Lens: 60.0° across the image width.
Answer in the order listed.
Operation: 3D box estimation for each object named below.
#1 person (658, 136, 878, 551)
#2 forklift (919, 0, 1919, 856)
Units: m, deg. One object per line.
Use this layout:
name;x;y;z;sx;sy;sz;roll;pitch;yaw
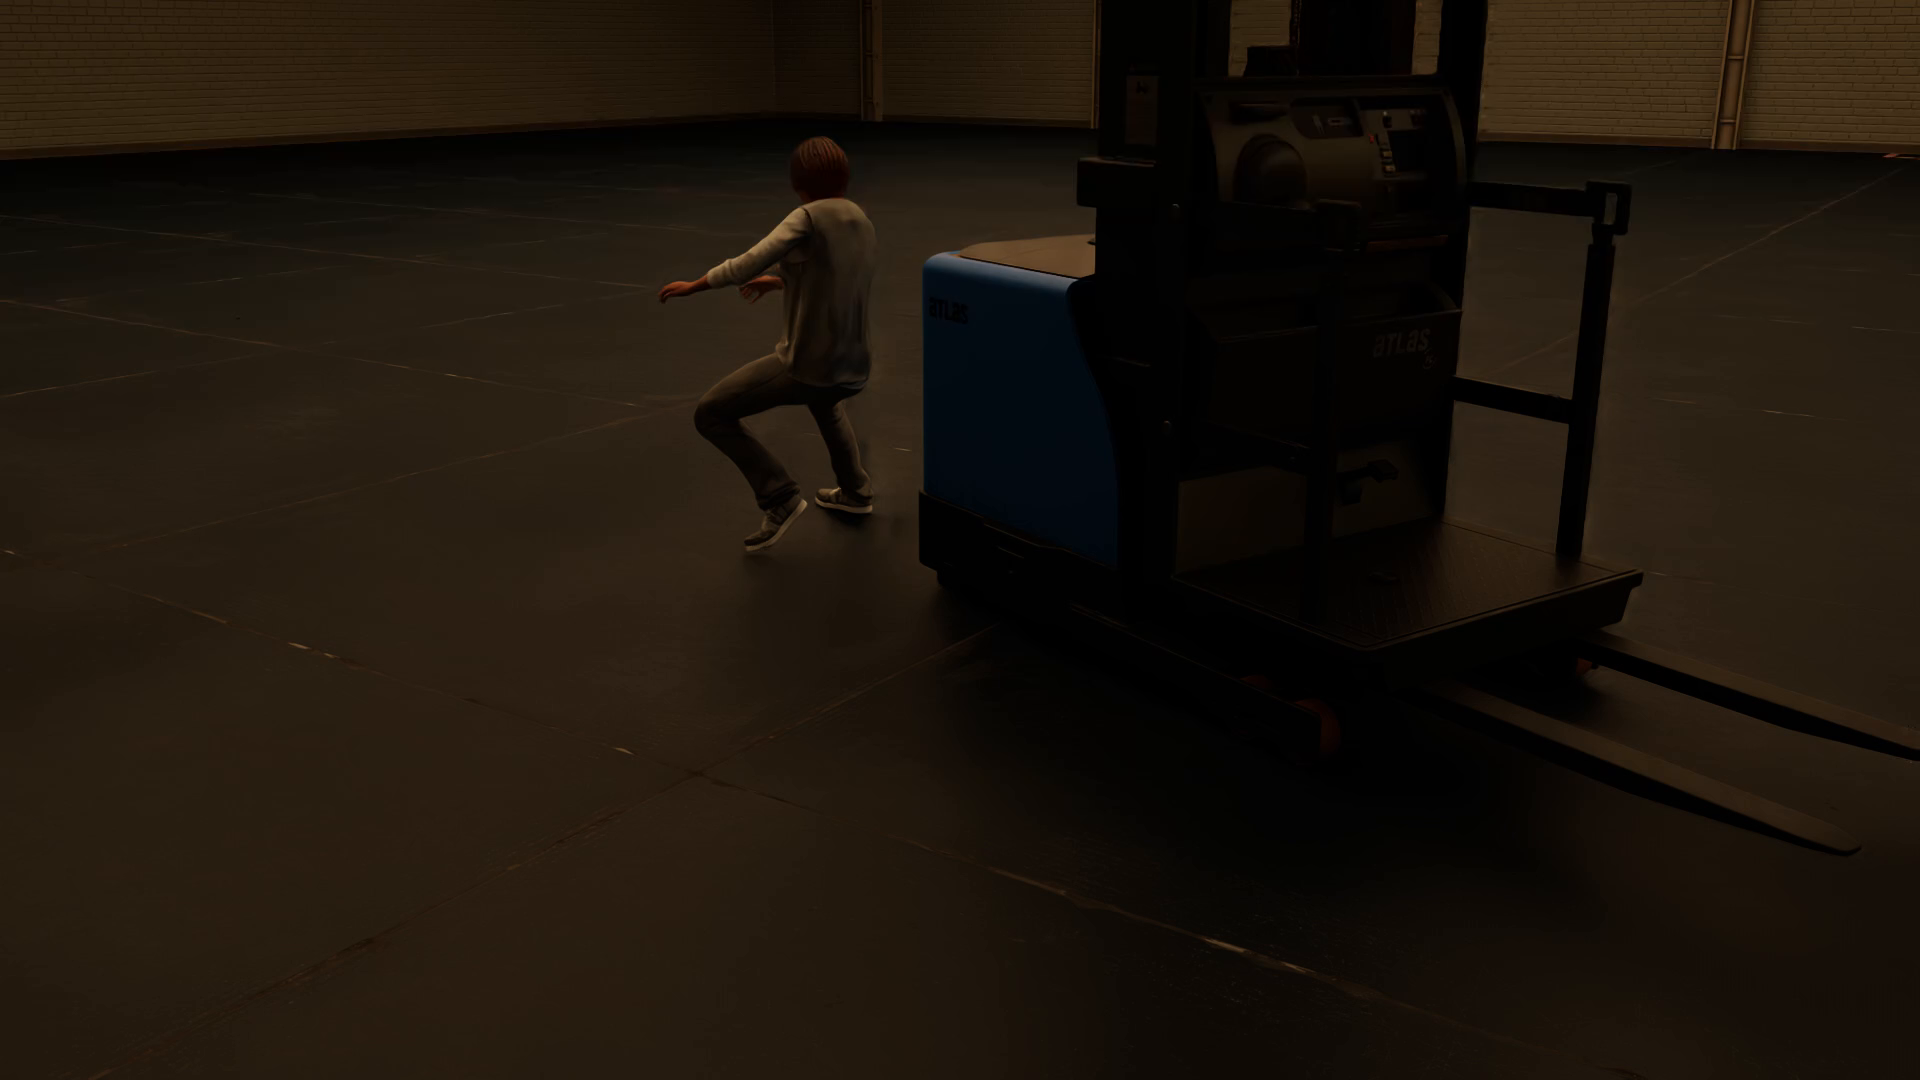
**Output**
person;-0.585;-0.686;5.778;0.642;1.401;0.832;14;22;39
forklift;1.111;-1.004;4.190;1.130;2.935;3.031;-11;20;-33
